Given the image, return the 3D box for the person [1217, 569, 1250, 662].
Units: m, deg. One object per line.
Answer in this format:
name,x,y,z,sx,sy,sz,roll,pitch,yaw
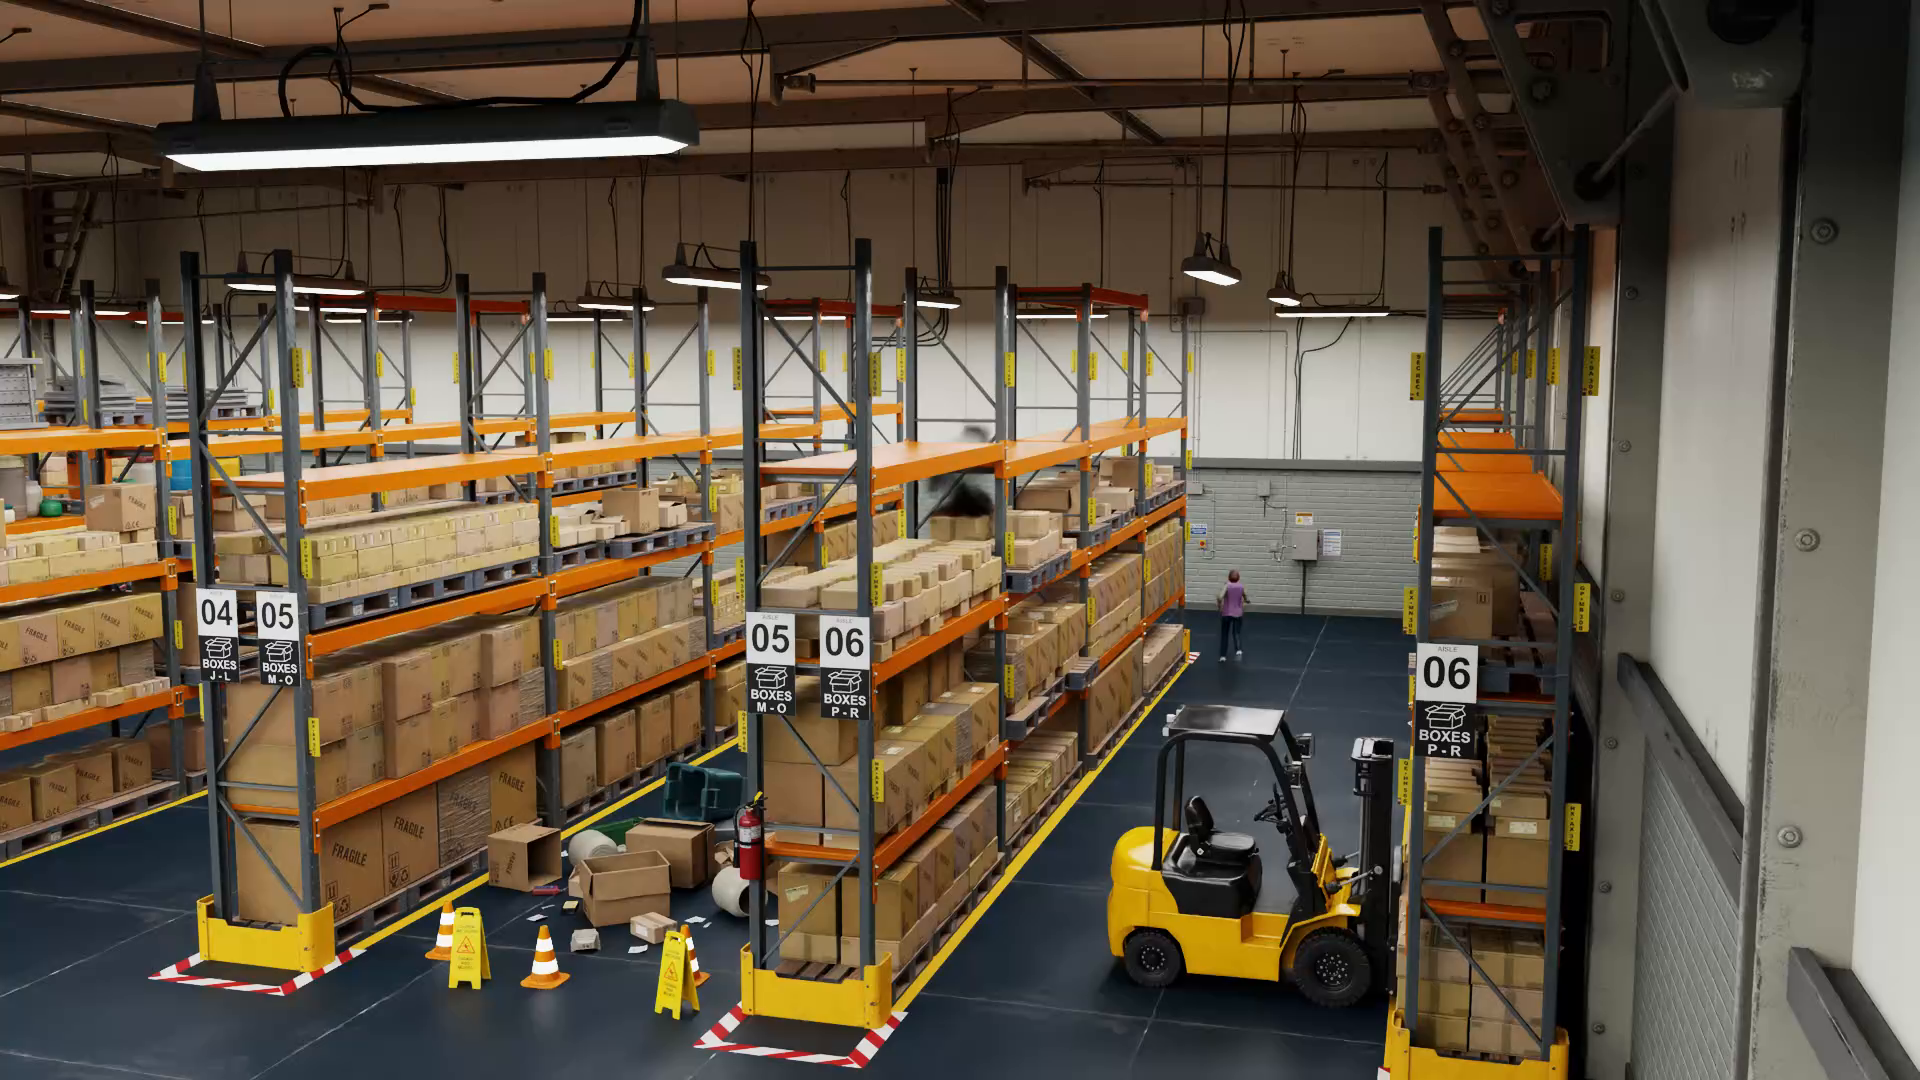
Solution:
person,4.530,1.283,27.605,0.567,1.602,0.819,0,6,0
